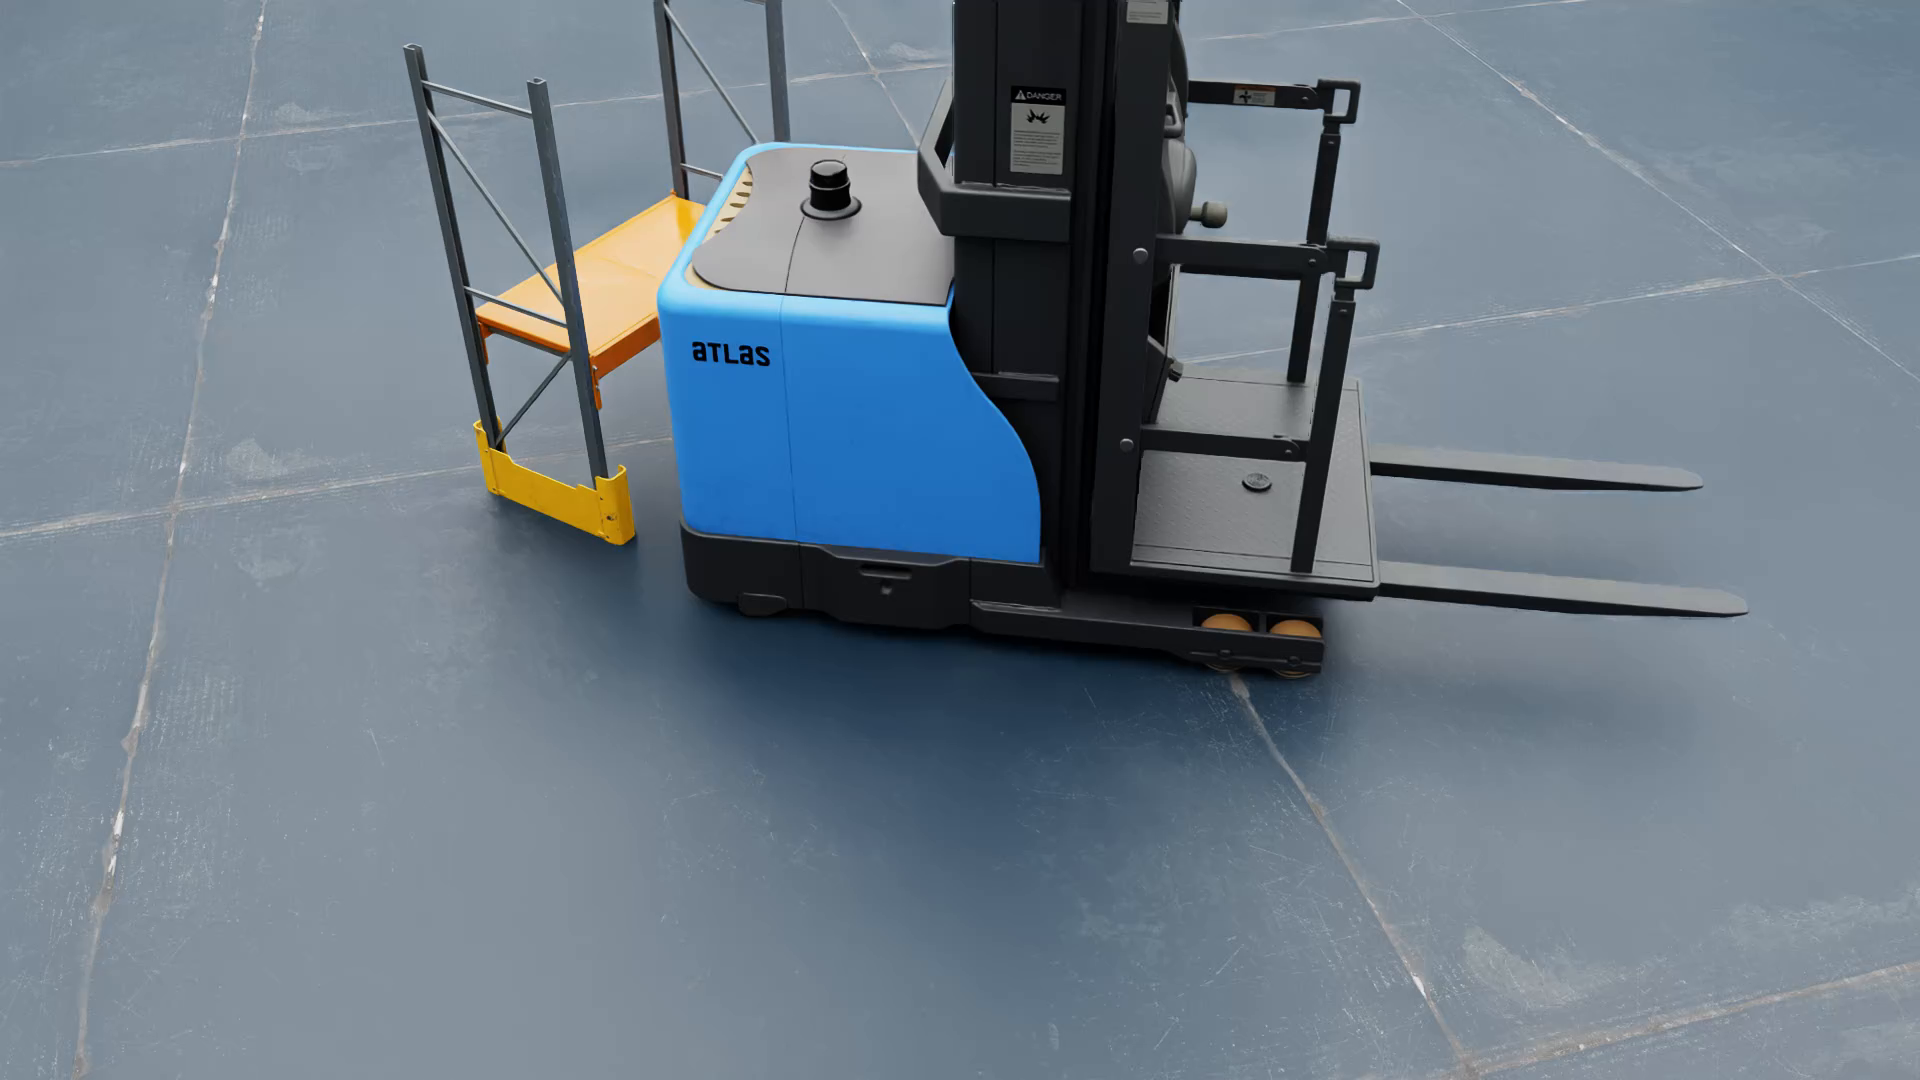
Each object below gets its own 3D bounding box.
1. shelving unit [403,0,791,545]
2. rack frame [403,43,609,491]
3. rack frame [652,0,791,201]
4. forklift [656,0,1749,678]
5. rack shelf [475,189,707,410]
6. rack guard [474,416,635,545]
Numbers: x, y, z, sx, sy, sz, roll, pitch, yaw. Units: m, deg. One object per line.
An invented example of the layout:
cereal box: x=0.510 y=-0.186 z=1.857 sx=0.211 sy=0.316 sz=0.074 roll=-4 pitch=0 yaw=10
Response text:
shelving unit: x=-1.031 y=-0.948 z=5.254 sx=0.587 sy=1.500 sz=1.083 roll=21 pitch=42 yaw=25
rack frame: x=-1.303 y=-0.680 z=4.905 sx=0.500 sy=1.500 sz=0.032 roll=21 pitch=42 yaw=25
rack frame: x=-0.768 y=-1.205 z=5.591 sx=0.500 sy=1.500 sz=0.032 roll=21 pitch=42 yaw=25
forklift: x=0.743 y=-1.118 z=4.300 sx=3.031 sy=2.935 sz=1.130 roll=5 pitch=38 yaw=7
rack shelf: x=-1.035 y=-0.800 z=5.358 sx=0.538 sy=0.185 sz=1.000 roll=21 pitch=42 yaw=25
rack guard: x=-1.293 y=-0.194 z=5.298 sx=0.587 sy=0.250 sz=0.087 roll=21 pitch=42 yaw=25
